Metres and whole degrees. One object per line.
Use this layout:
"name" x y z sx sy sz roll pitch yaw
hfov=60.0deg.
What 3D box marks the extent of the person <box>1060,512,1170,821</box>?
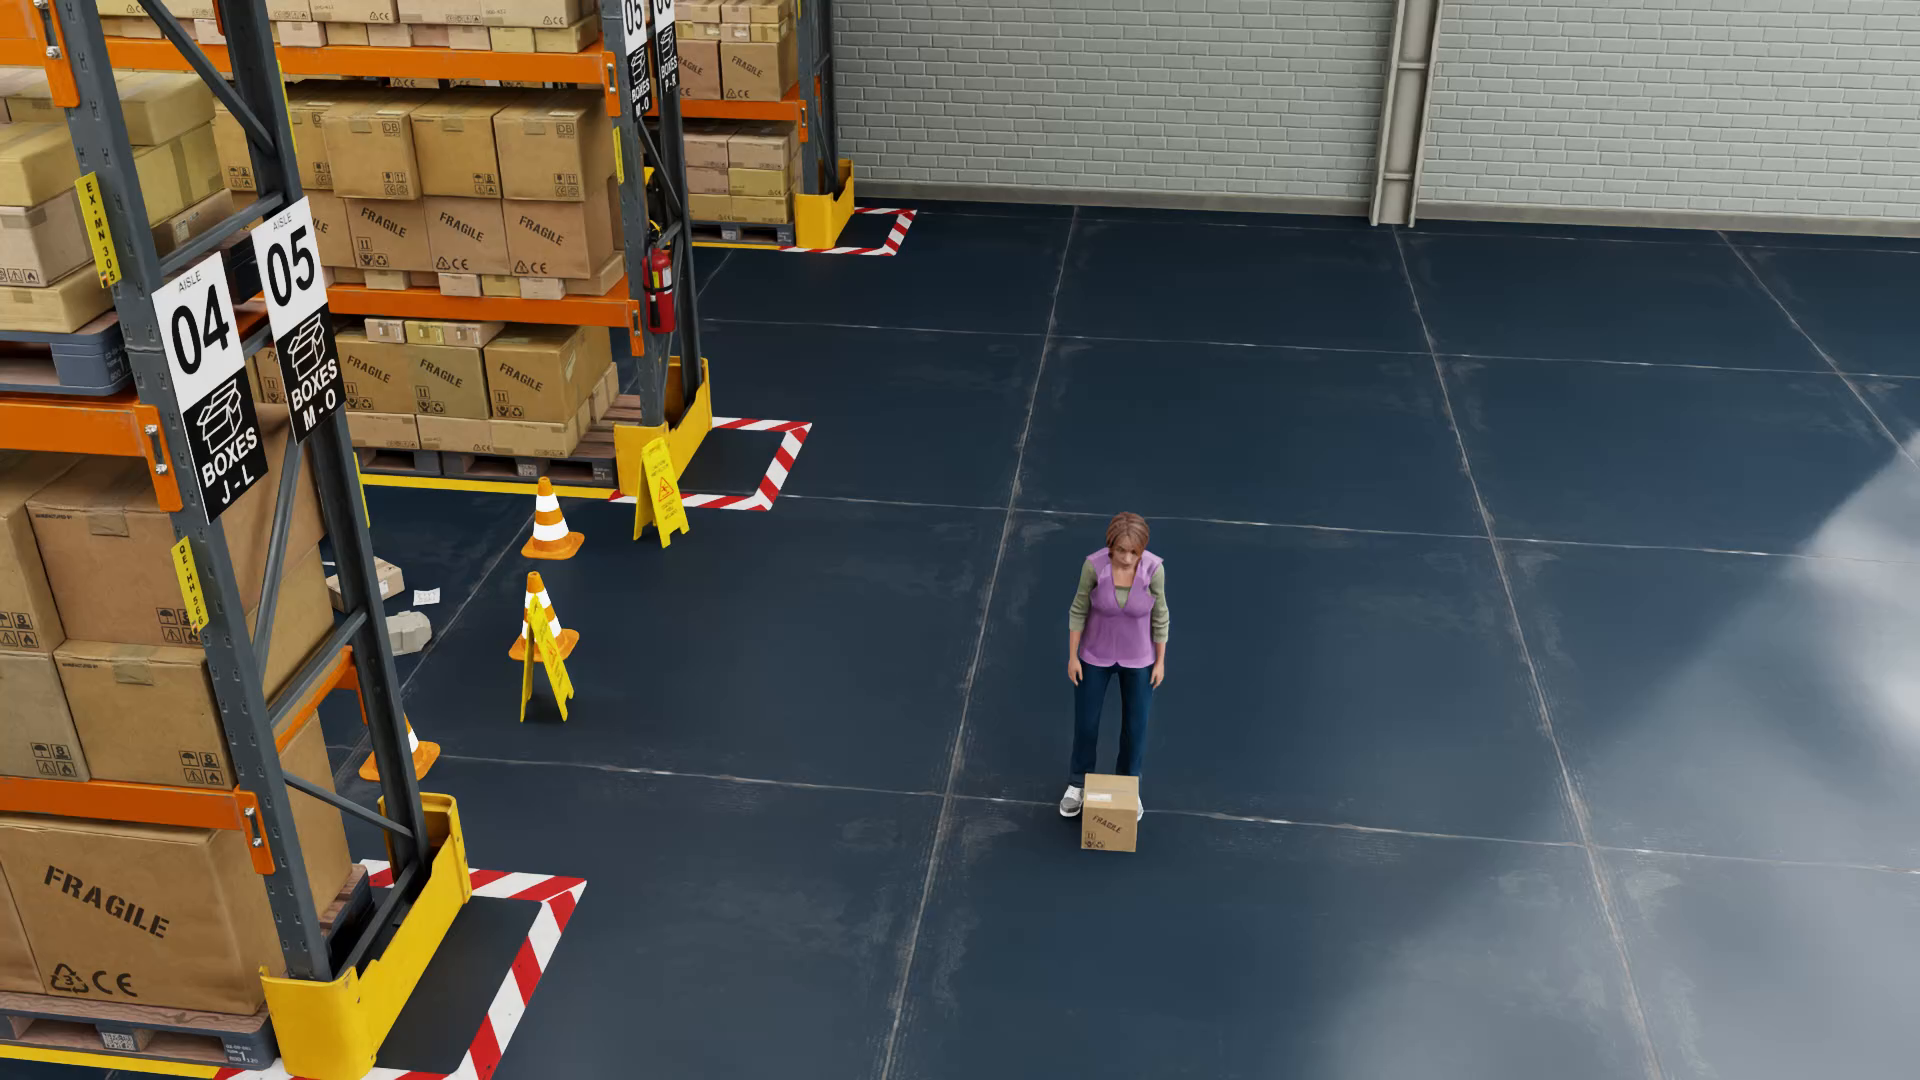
"person" 0.716 0.560 7.617 0.466 1.592 0.345 2 29 4
